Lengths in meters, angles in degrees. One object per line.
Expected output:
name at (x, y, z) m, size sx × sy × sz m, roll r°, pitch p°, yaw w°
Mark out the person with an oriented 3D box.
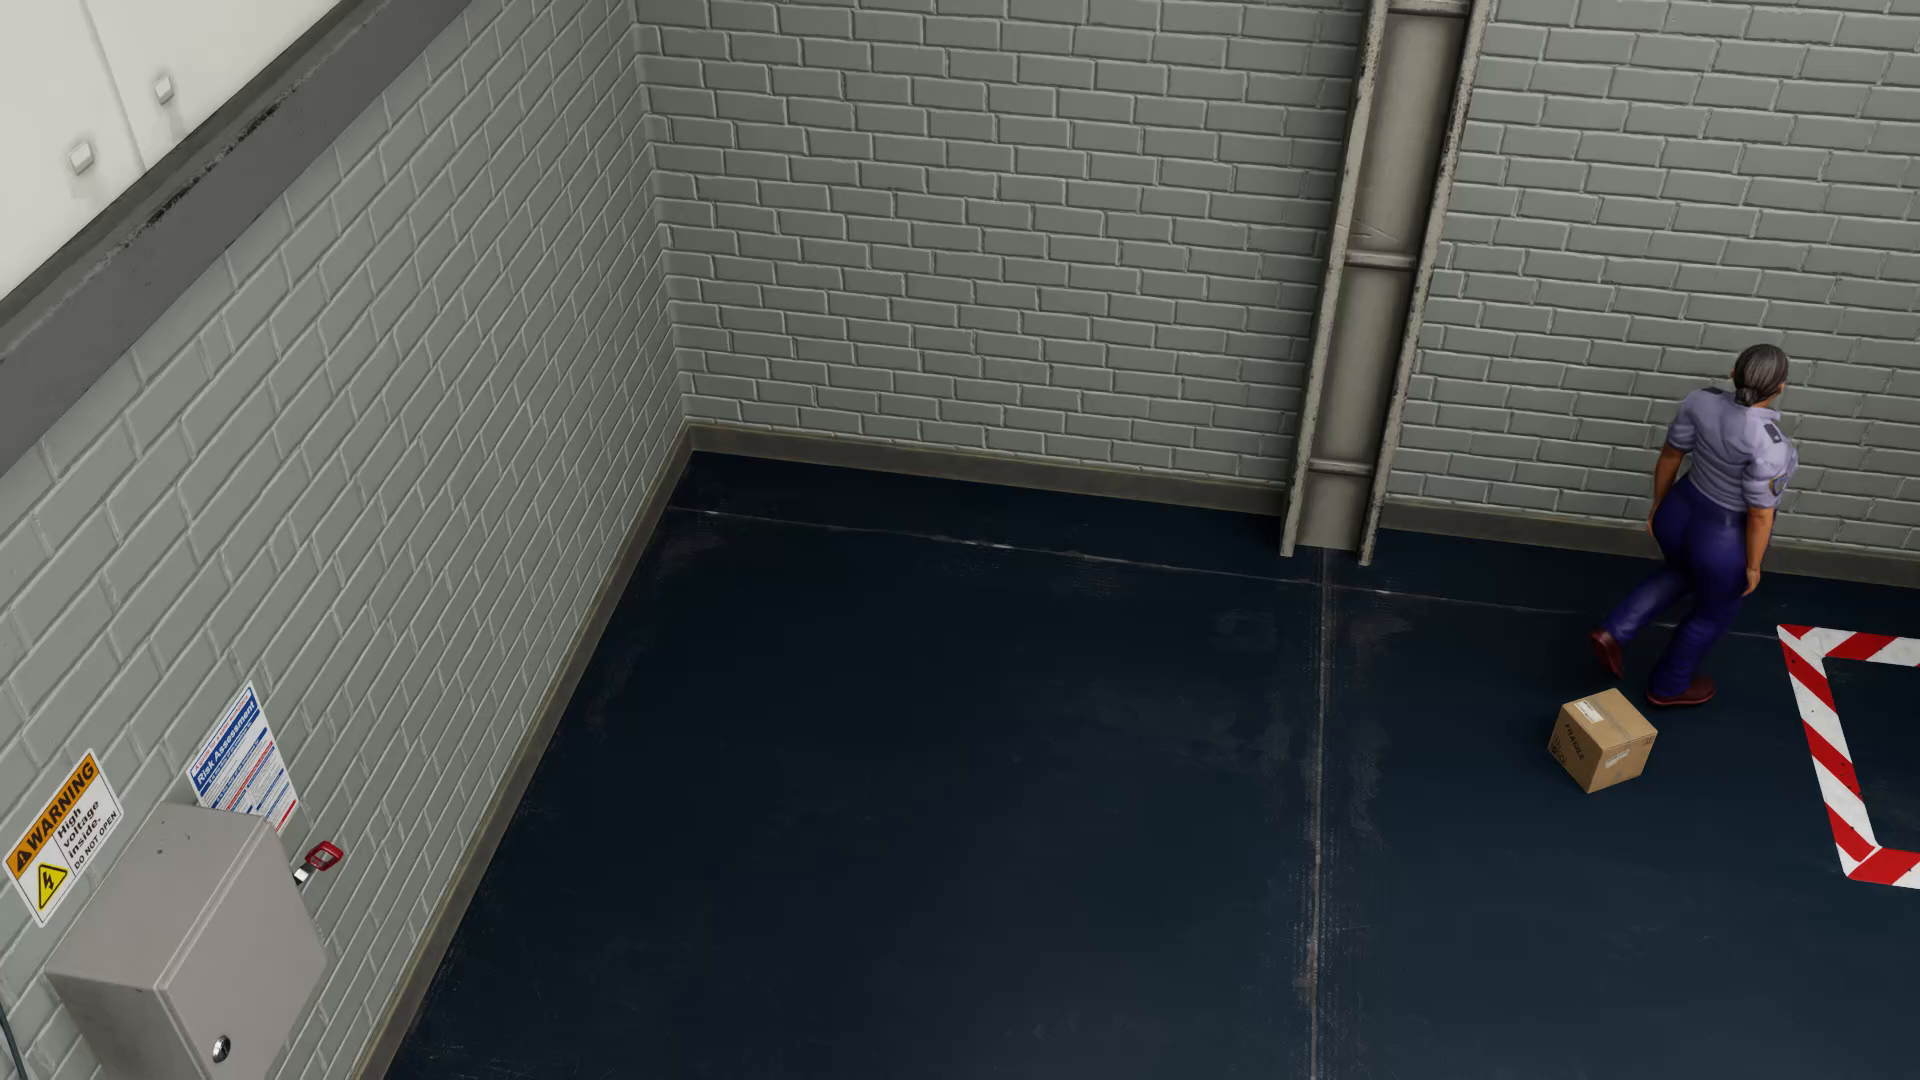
person at (2.757, -0.029, 6.171) m, size 0.497 × 1.633 × 0.507 m, roll -15°, pitch 43°, yaw -16°
